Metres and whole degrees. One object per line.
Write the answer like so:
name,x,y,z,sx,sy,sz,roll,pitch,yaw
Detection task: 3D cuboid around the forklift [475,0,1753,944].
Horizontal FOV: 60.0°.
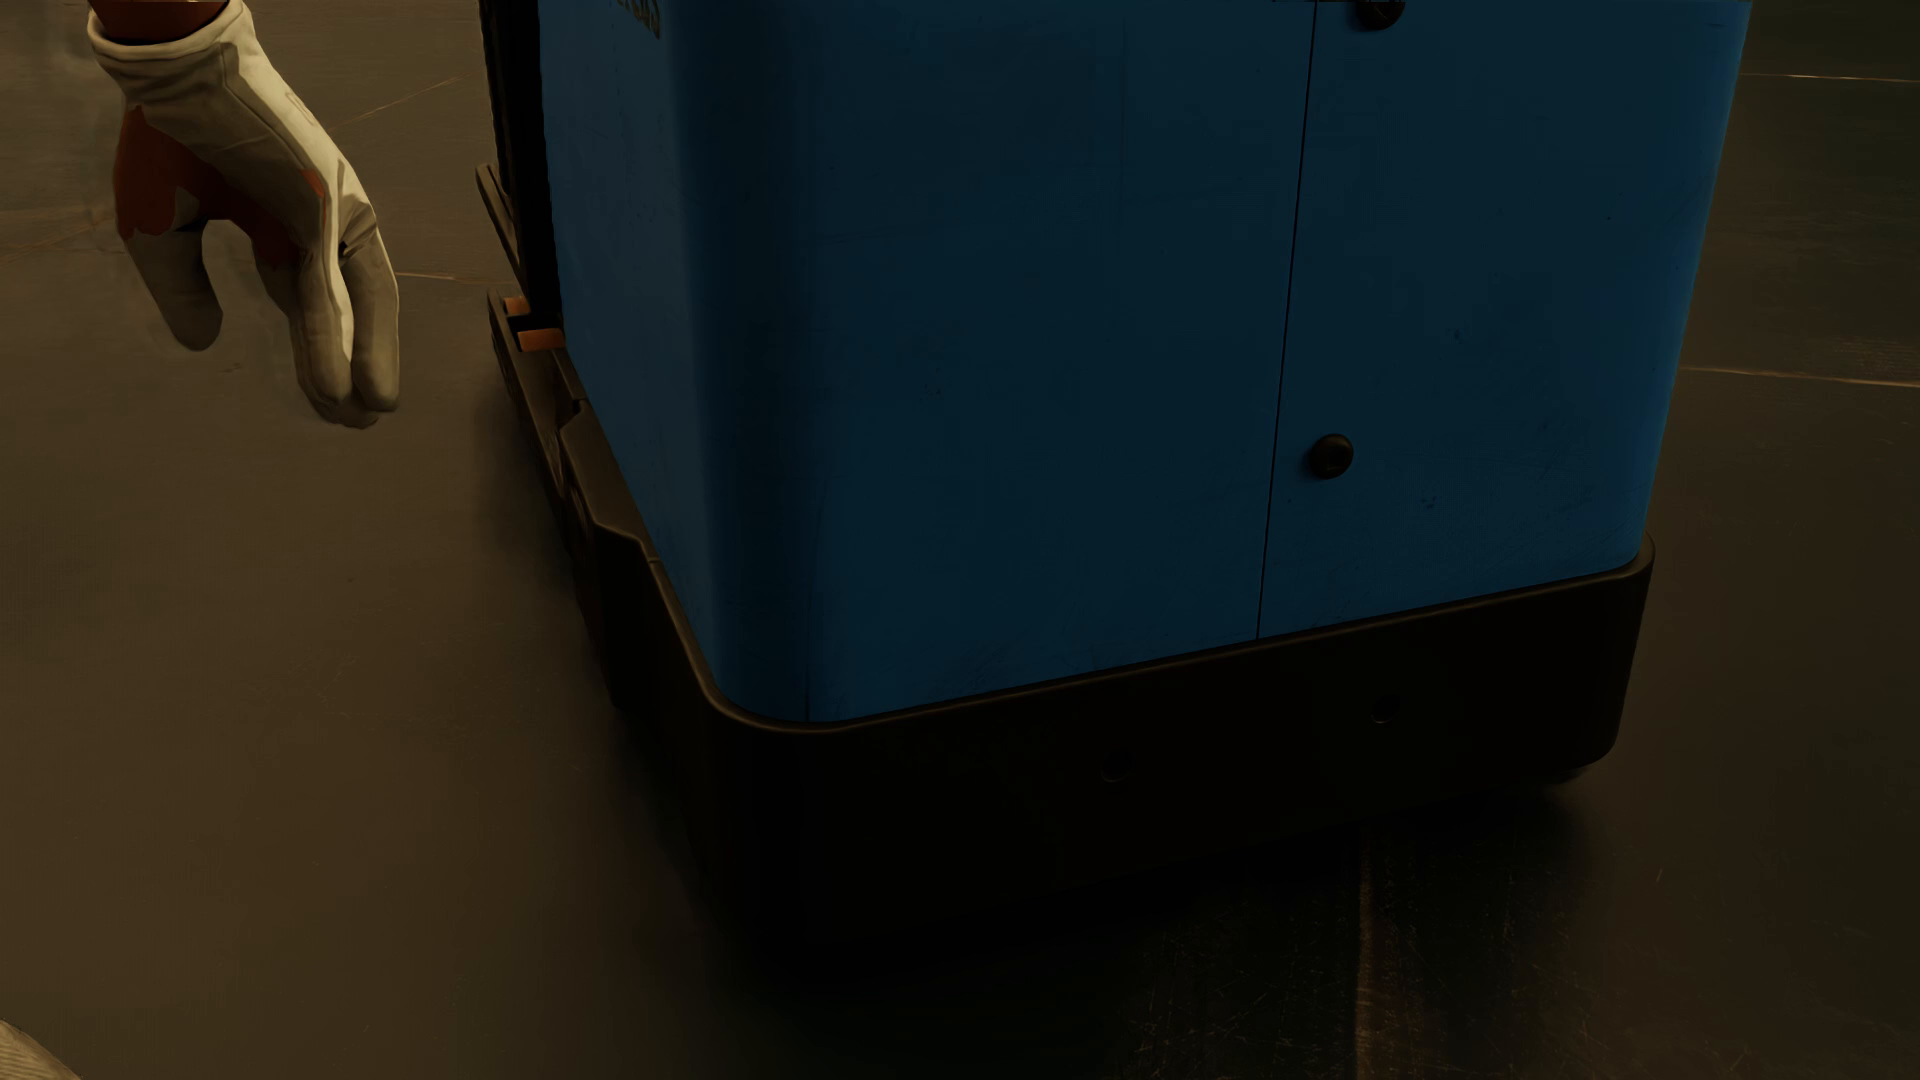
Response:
forklift,-0.228,-1.568,2.354,1.130,2.935,3.031,-9,28,-18
